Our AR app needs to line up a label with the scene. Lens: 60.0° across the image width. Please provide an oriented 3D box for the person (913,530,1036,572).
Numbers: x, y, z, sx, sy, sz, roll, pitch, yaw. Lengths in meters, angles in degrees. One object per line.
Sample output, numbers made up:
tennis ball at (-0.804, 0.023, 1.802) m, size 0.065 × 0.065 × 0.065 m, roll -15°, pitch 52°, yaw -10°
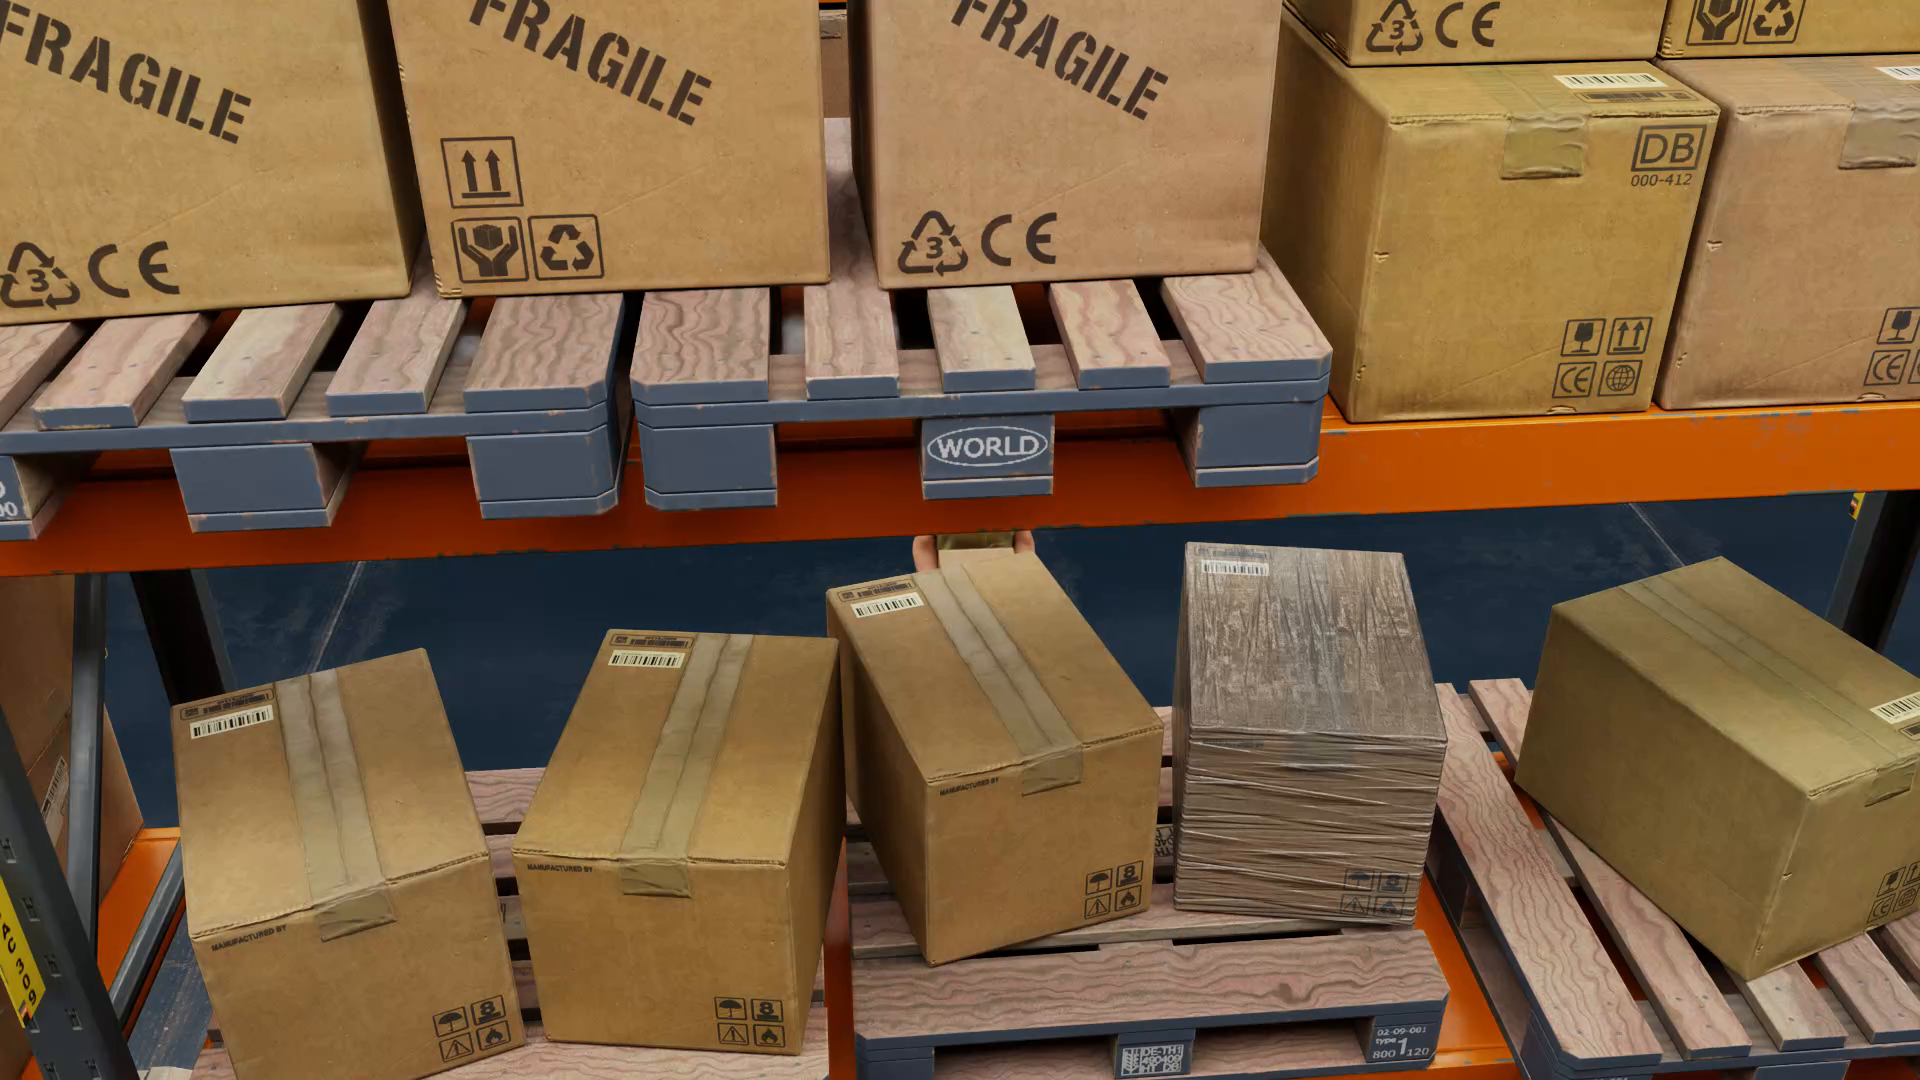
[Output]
person at (0.053, 0.254, 5.728) m, size 0.426 × 1.662 × 0.555 m, roll -2°, pitch 31°, yaw -4°
